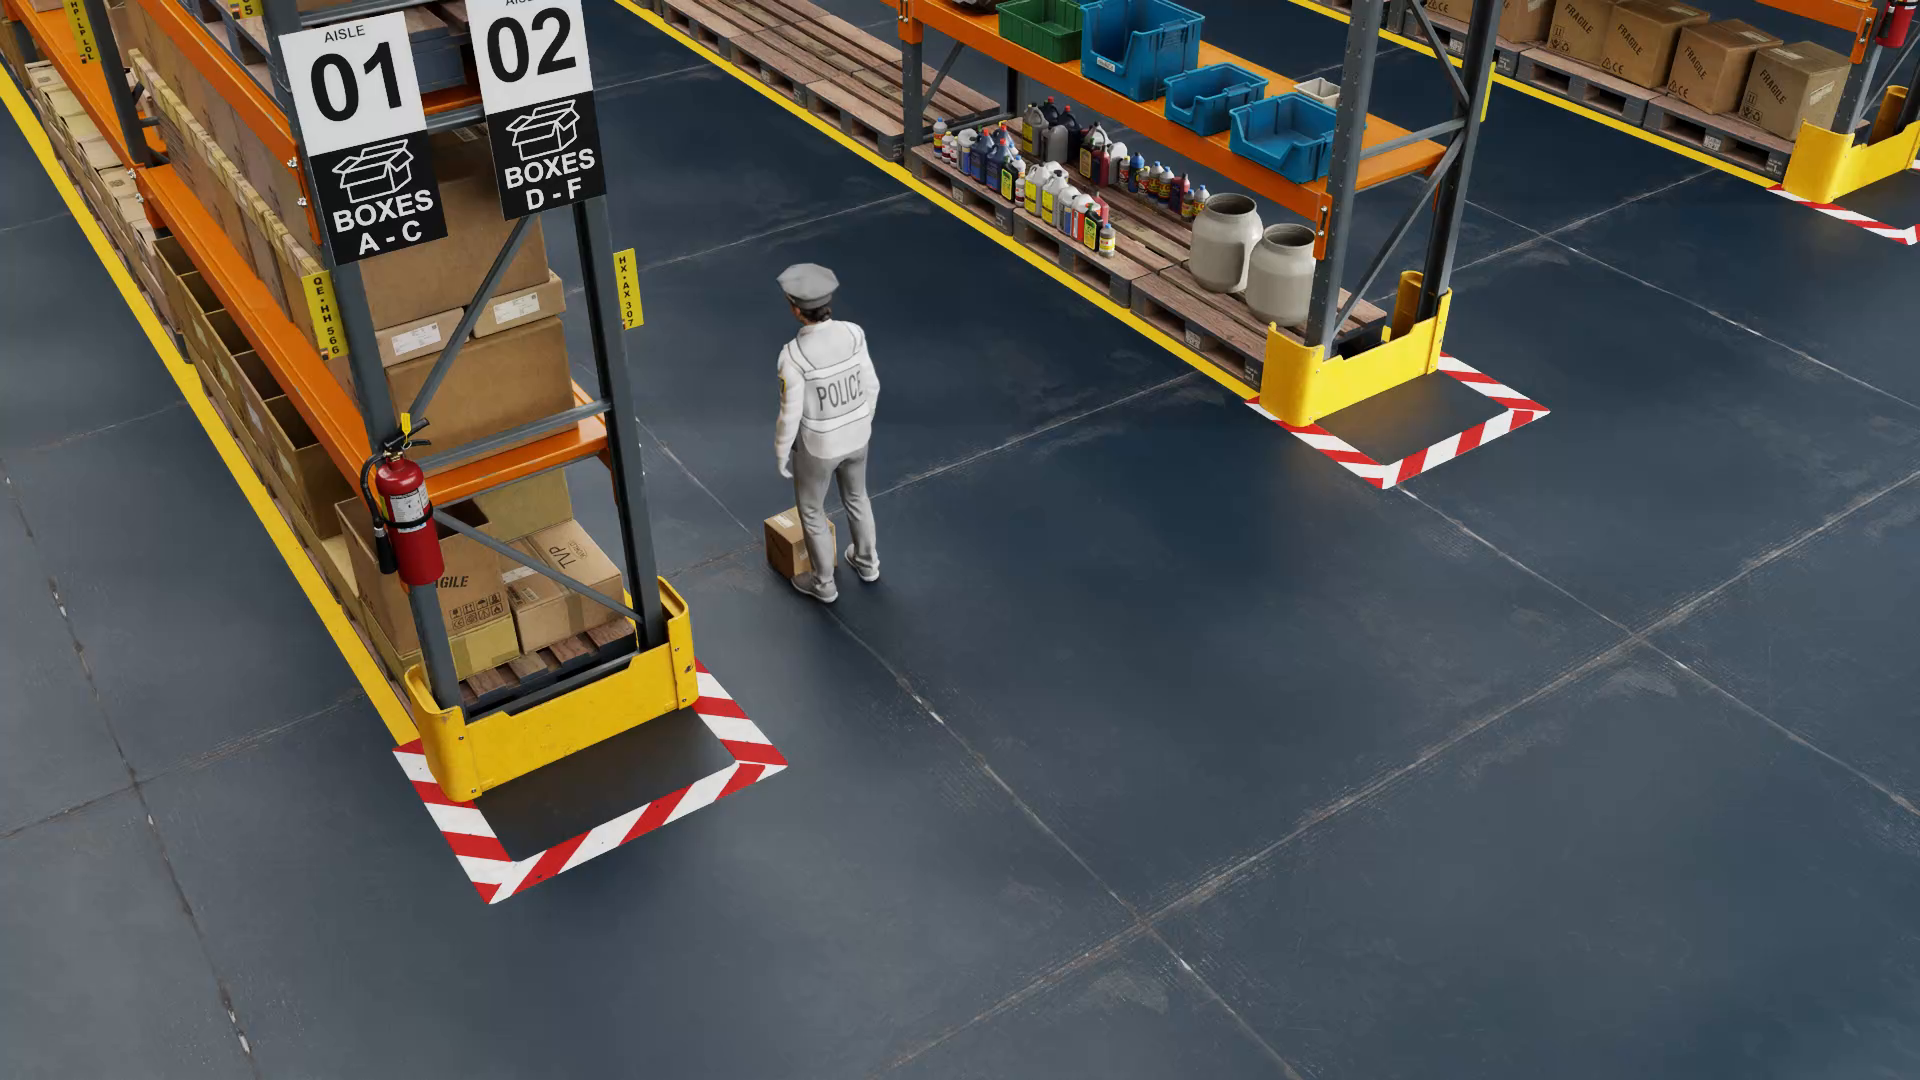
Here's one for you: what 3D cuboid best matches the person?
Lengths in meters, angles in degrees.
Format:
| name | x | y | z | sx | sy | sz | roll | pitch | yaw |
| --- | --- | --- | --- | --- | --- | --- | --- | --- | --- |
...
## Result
| name | x | y | z | sx | sy | sz | roll | pitch | yaw |
| --- | --- | --- | --- | --- | --- | --- | --- | --- | --- |
| person | -0.608 | -0.455 | 7.611 | 0.528 | 1.663 | 0.373 | -24 | 43 | -29 |
